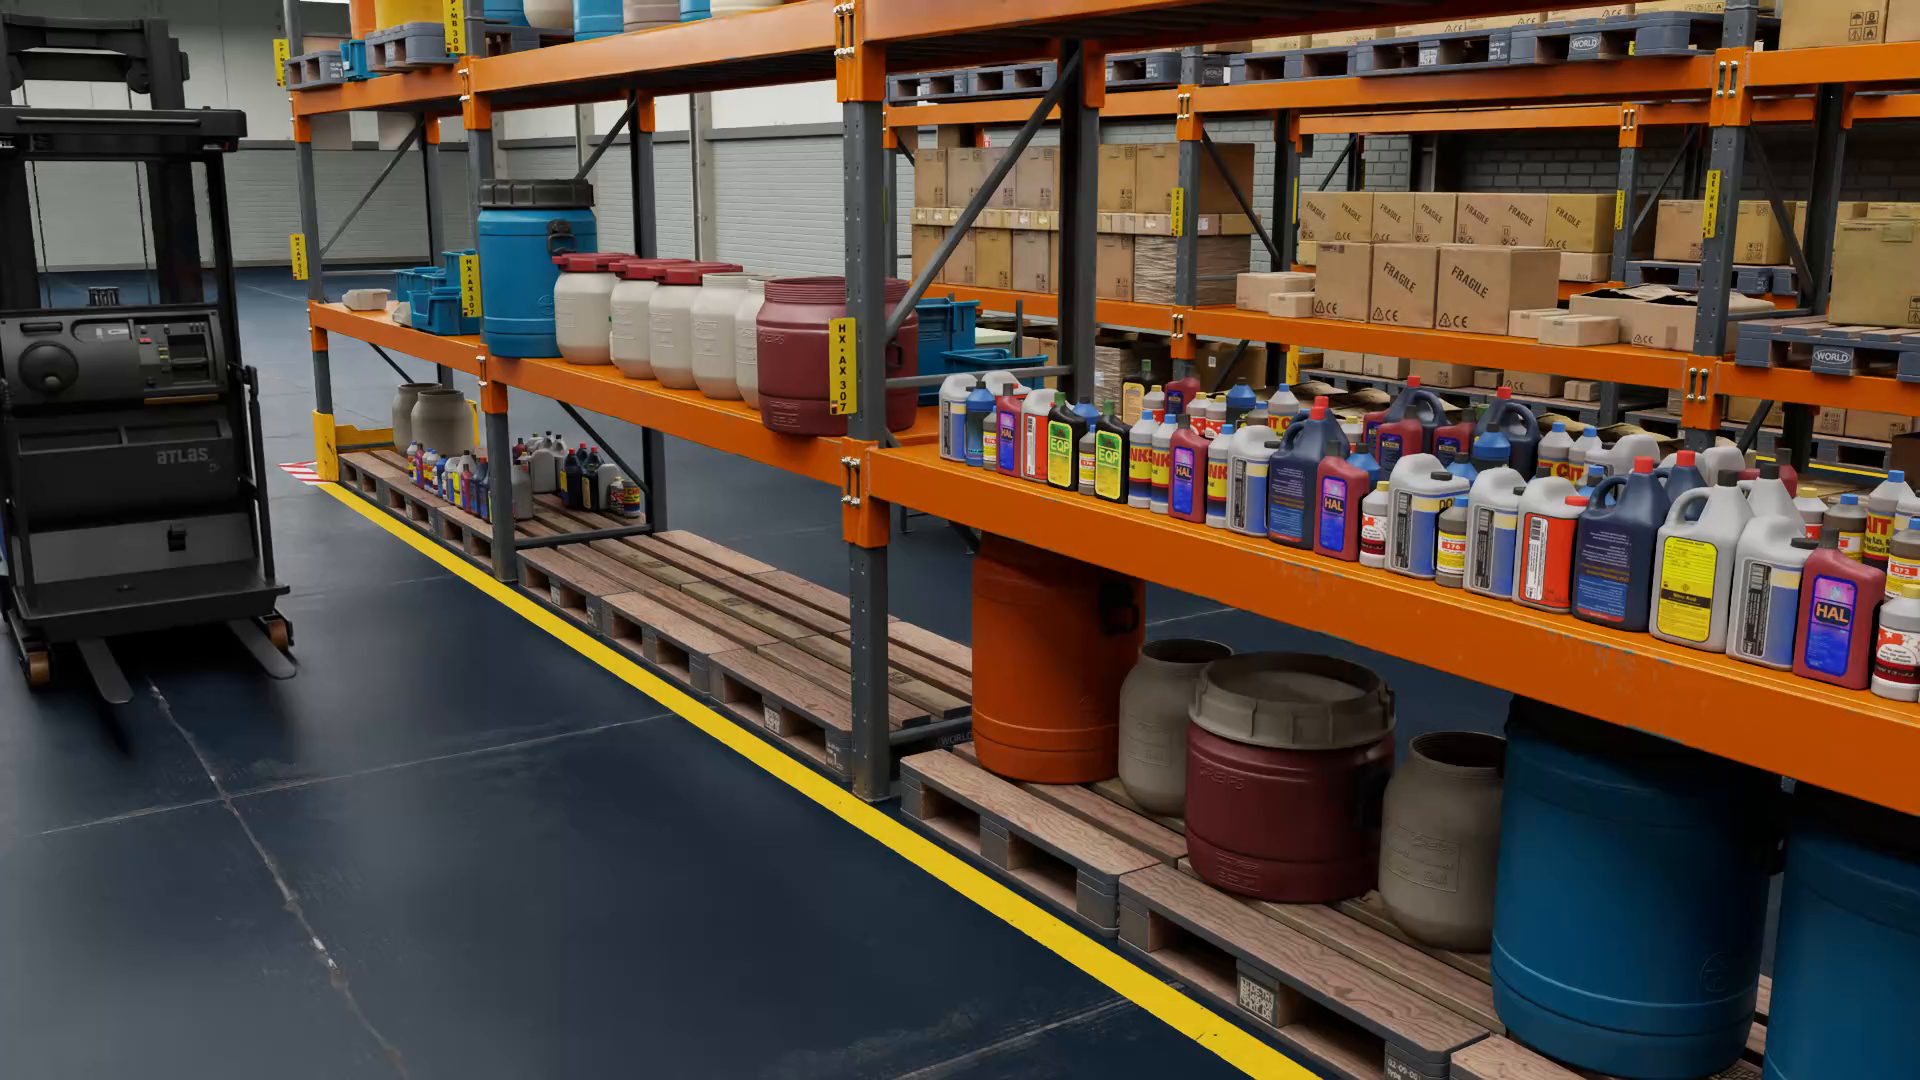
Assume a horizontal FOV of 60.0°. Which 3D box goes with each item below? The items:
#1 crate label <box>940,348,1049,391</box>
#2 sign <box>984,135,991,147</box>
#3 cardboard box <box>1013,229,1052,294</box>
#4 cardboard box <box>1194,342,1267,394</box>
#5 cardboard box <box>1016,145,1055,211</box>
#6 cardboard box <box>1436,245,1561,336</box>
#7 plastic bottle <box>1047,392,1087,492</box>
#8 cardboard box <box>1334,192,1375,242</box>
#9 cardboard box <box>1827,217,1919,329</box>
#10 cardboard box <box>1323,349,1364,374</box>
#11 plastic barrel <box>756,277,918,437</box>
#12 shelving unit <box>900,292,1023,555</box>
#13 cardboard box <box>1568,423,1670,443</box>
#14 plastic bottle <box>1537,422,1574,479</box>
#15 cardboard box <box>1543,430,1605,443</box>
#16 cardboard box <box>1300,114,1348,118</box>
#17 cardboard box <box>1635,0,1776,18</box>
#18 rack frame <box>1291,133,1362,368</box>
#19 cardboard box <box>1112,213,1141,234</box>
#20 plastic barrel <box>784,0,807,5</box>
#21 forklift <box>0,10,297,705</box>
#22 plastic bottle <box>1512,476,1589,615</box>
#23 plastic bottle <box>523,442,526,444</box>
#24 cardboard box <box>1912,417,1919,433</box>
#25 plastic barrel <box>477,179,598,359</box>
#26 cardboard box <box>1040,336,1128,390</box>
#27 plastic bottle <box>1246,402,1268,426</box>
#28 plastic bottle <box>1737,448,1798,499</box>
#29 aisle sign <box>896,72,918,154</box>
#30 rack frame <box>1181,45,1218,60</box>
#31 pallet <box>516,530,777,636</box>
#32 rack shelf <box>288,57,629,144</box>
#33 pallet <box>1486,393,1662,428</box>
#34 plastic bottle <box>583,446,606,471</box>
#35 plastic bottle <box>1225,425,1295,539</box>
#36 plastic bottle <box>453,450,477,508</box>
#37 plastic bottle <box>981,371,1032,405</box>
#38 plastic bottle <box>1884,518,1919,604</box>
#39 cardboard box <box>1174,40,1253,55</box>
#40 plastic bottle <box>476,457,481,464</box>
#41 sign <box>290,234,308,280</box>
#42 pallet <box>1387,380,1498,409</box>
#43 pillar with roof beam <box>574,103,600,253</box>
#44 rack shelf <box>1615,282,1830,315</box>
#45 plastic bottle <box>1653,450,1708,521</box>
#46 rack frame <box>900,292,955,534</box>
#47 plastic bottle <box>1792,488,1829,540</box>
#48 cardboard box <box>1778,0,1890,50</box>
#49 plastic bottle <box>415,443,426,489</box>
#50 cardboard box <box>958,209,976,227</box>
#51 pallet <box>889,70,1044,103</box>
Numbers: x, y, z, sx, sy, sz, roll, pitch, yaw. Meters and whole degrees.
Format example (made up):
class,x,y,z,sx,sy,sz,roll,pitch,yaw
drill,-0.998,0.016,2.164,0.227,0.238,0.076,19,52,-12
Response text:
class,x,y,z,sx,sy,sz,roll,pitch,yaw
crate label,0.134,-0.616,6.549,0.303,0.233,0.416,-8,15,-33
sign,0.395,-5.809,24.476,0.001,0.298,0.199,-8,15,-33
cardboard box,0.857,-2.276,13.515,0.700,0.500,0.500,-8,14,-31
cardboard box,1.968,-1.223,12.632,0.500,0.500,0.500,-8,15,-33
cardboard box,0.879,-2.904,13.349,0.700,0.500,0.500,-8,15,-33
cardboard box,3.238,-1.509,10.009,0.500,0.500,0.500,-9,15,-36
plastic bottle,0.318,-0.295,4.961,0.061,0.283,0.133,-8,15,-33
cardboard box,4.150,-3.267,16.829,0.500,0.500,0.500,-8,15,-33
cardboard box,4.624,-1.319,8.157,0.500,0.500,0.700,9,15,36
cardboard box,4.179,-1.942,17.483,0.500,0.311,0.500,-10,16,-39
plastic barrel,-0.454,-0.692,6.184,0.600,0.536,0.708,-8,15,-33
shelving unit,-0.004,-0.734,10.207,0.431,1.500,0.755,-8,15,-33
cardboard box,3.837,-0.520,9.860,0.500,0.311,0.500,-9,15,-34
plastic bottle,1.595,-0.179,4.459,0.097,0.271,0.097,0,12,0
cardboard box,3.392,-0.456,9.564,0.500,0.311,0.500,-8,15,-34
cardboard box,3.847,-4.609,17.113,0.500,0.500,0.500,-8,14,-31
cardboard box,3.883,-2.835,8.653,0.500,0.250,0.500,-9,15,-37
rack frame,3.870,-3.174,17.854,1.000,3.000,0.127,-8,15,-33
cardboard box,1.353,-2.355,12.356,0.380,0.149,0.250,-9,15,-34
plastic barrel,-0.581,-2.542,6.936,0.600,0.830,0.708,-8,15,-33
forklift,-3.821,-0.891,7.575,1.130,2.935,3.031,-8,15,-32
plastic bottle,1.302,0.007,3.598,0.152,0.276,0.135,-8,15,-33
plastic bottle,-2.995,-0.574,11.487,0.097,0.201,0.097,0,12,0
cardboard box,7.672,-0.972,12.607,0.700,0.500,0.500,-8,15,-33
plastic barrel,-2.199,-1.430,8.707,0.600,0.901,0.708,-8,15,-33
cardboard box,0.978,-1.339,13.162,0.500,0.500,0.500,-8,15,-33
plastic bottle,0.973,-0.344,5.380,0.097,0.201,0.097,0,12,0
plastic bottle,1.931,-0.084,3.996,0.061,0.283,0.133,-8,15,-33
aisle sign,-0.543,-3.832,14.779,0.394,0.787,0.004,-8,15,-33
rack frame,1.965,-4.806,11.276,1.000,3.000,0.127,-8,15,-33
pallet,-1.694,0.208,8.919,1.003,0.211,1.213,-8,15,-33
rack shelf,-3.269,-2.759,10.621,1.077,0.370,4.000,-8,15,-33
pallet,5.685,-1.215,15.426,1.003,0.211,1.213,-8,15,-33
plastic bottle,-2.263,-0.403,10.356,0.144,0.351,0.185,-8,14,-31
plastic bottle,0.794,-0.156,4.344,0.152,0.276,0.135,-8,15,-33
plastic bottle,-3.043,-0.383,10.261,0.144,0.351,0.185,-8,15,-33
plastic bottle,0.153,-0.421,5.554,0.152,0.276,0.135,-8,15,-33
plastic bottle,2.036,0.056,3.551,0.097,0.201,0.097,0,12,0
cardboard box,1.905,-3.784,12.078,0.500,0.500,0.500,-7,14,-28
plastic bottle,-2.972,-0.366,10.345,0.061,0.283,0.133,-8,15,-33
sign,-4.838,-2.072,12.168,0.100,0.325,0.005,-8,15,-33
pallet,5.005,-1.433,16.419,1.003,0.211,1.213,-8,15,-33
pillar with roof beam,-11.903,-9.841,34.300,9.100,9.000,0.400,-8,15,-33
rack shelf,7.195,-1.755,13.051,1.077,0.370,4.000,-8,15,-33
plastic bottle,1.507,-0.018,3.536,0.144,0.351,0.185,-8,15,-33
rack frame,-0.207,-0.799,10.505,0.400,1.500,0.023,-8,15,-33
plastic bottle,1.980,-0.021,3.901,0.097,0.201,0.097,0,12,0
cardboard box,4.451,-2.605,7.996,0.910,0.500,0.500,-8,15,-33
plastic bottle,-3.522,-0.487,10.898,0.061,0.283,0.133,-8,15,-32
cardboard box,0.210,-2.721,14.031,0.380,0.149,0.250,-8,15,-34
pallet,0.119,-3.880,14.270,1.003,0.211,1.213,-8,15,-33
